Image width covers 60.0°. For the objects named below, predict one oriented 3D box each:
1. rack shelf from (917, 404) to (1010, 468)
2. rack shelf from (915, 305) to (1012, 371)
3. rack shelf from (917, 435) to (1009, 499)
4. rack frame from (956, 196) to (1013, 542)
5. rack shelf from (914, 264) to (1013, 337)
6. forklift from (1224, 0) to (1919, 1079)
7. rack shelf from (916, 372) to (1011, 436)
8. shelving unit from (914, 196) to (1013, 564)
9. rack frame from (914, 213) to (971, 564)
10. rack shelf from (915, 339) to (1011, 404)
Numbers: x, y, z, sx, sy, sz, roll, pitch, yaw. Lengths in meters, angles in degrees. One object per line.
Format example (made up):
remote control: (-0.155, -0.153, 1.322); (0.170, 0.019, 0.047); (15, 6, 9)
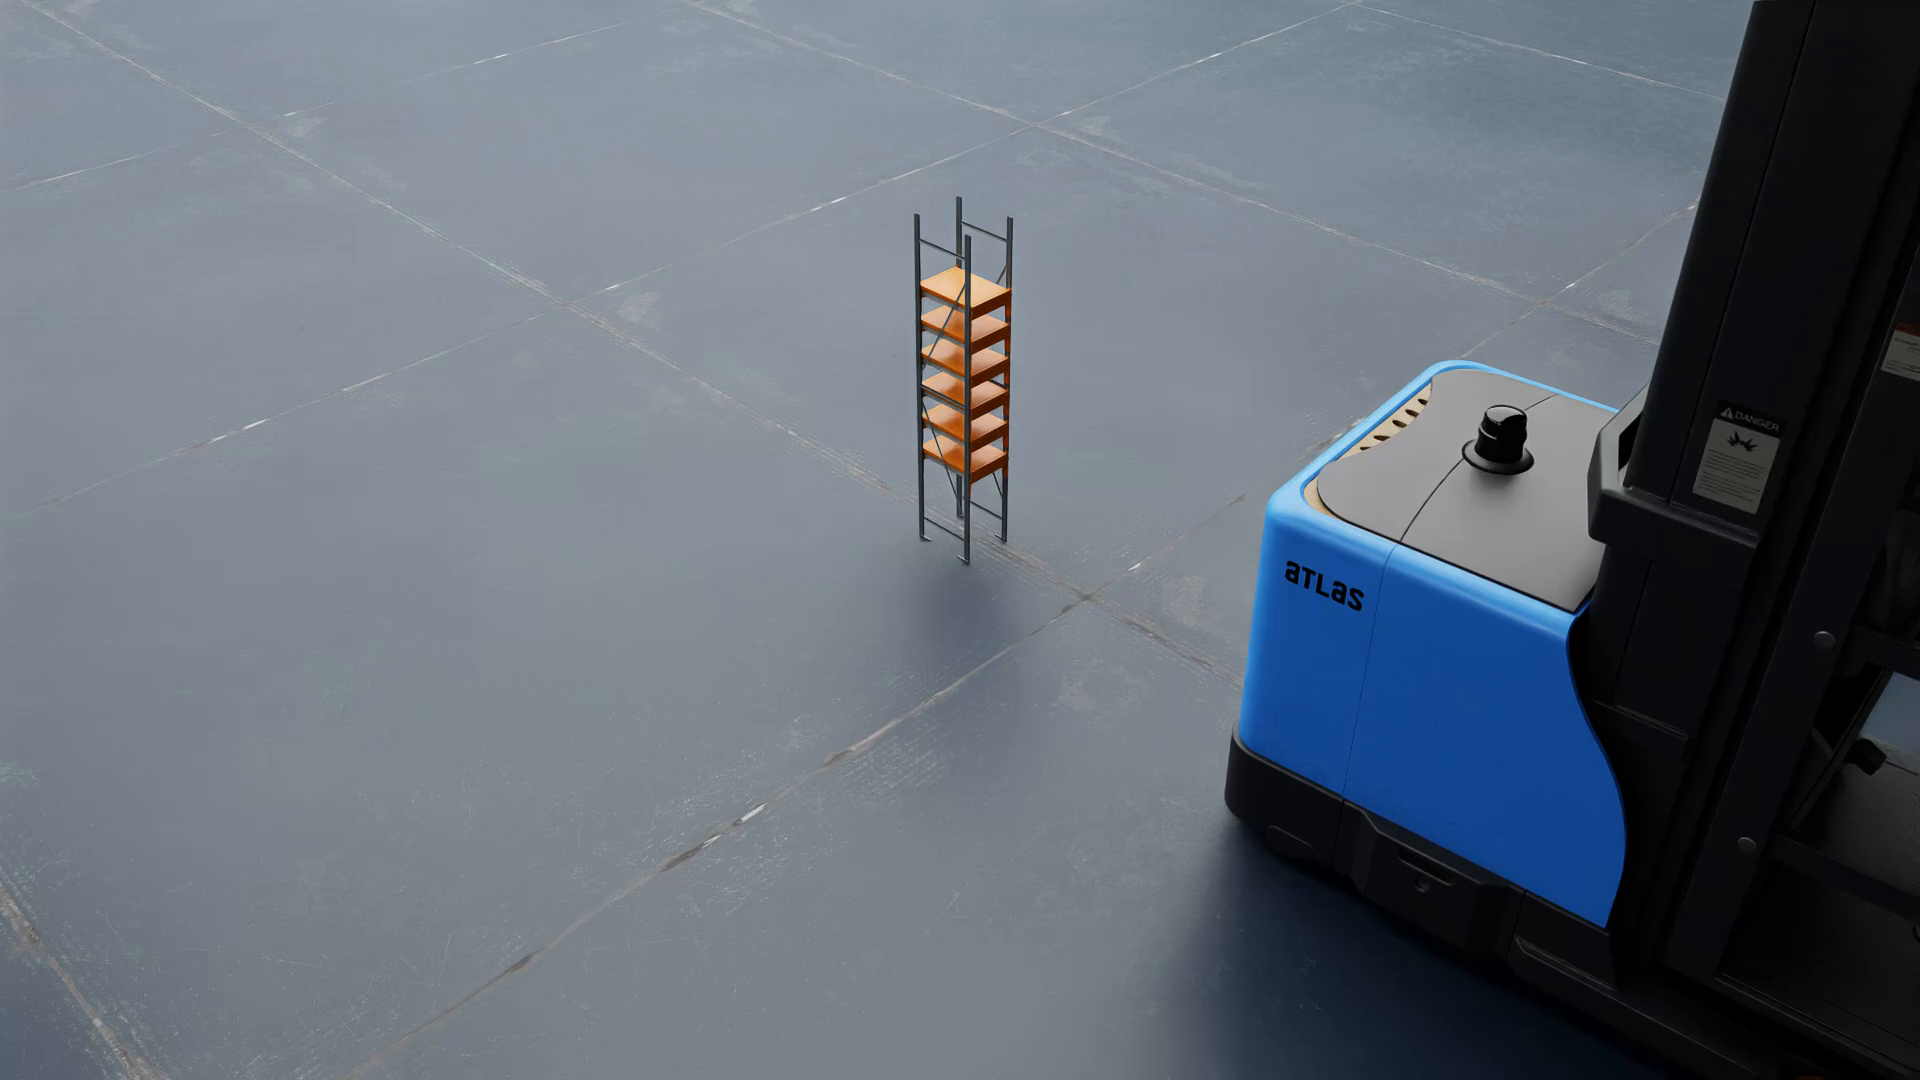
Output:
rack shelf: (0.010, -0.363, 5.509); (0.258, 0.103, 0.180); (30, 45, 35)
rack shelf: (0.010, -0.658, 5.303); (0.258, 0.103, 0.180); (30, 45, 35)
rack shelf: (0.010, -0.265, 5.578); (0.258, 0.103, 0.180); (30, 45, 35)
rack frame: (0.075, -0.535, 5.468); (0.240, 1.200, 0.006); (30, 45, 35)
rack shelf: (0.010, -0.757, 5.235); (0.258, 0.103, 0.180); (30, 45, 35)
forklift: (2.187, -0.093, 3.322); (3.031, 2.935, 1.130); (25, 42, 32)
rack shelf: (0.010, -0.462, 5.441); (0.258, 0.103, 0.180); (30, 45, 35)
shelving unit: (0.010, -0.498, 5.415); (0.258, 1.200, 0.189); (30, 45, 35)
rack frame: (-0.054, -0.461, 5.362); (0.240, 1.200, 0.006); (30, 45, 35)
rack shelf: (0.010, -0.560, 5.372); (0.258, 0.103, 0.180); (30, 45, 35)
